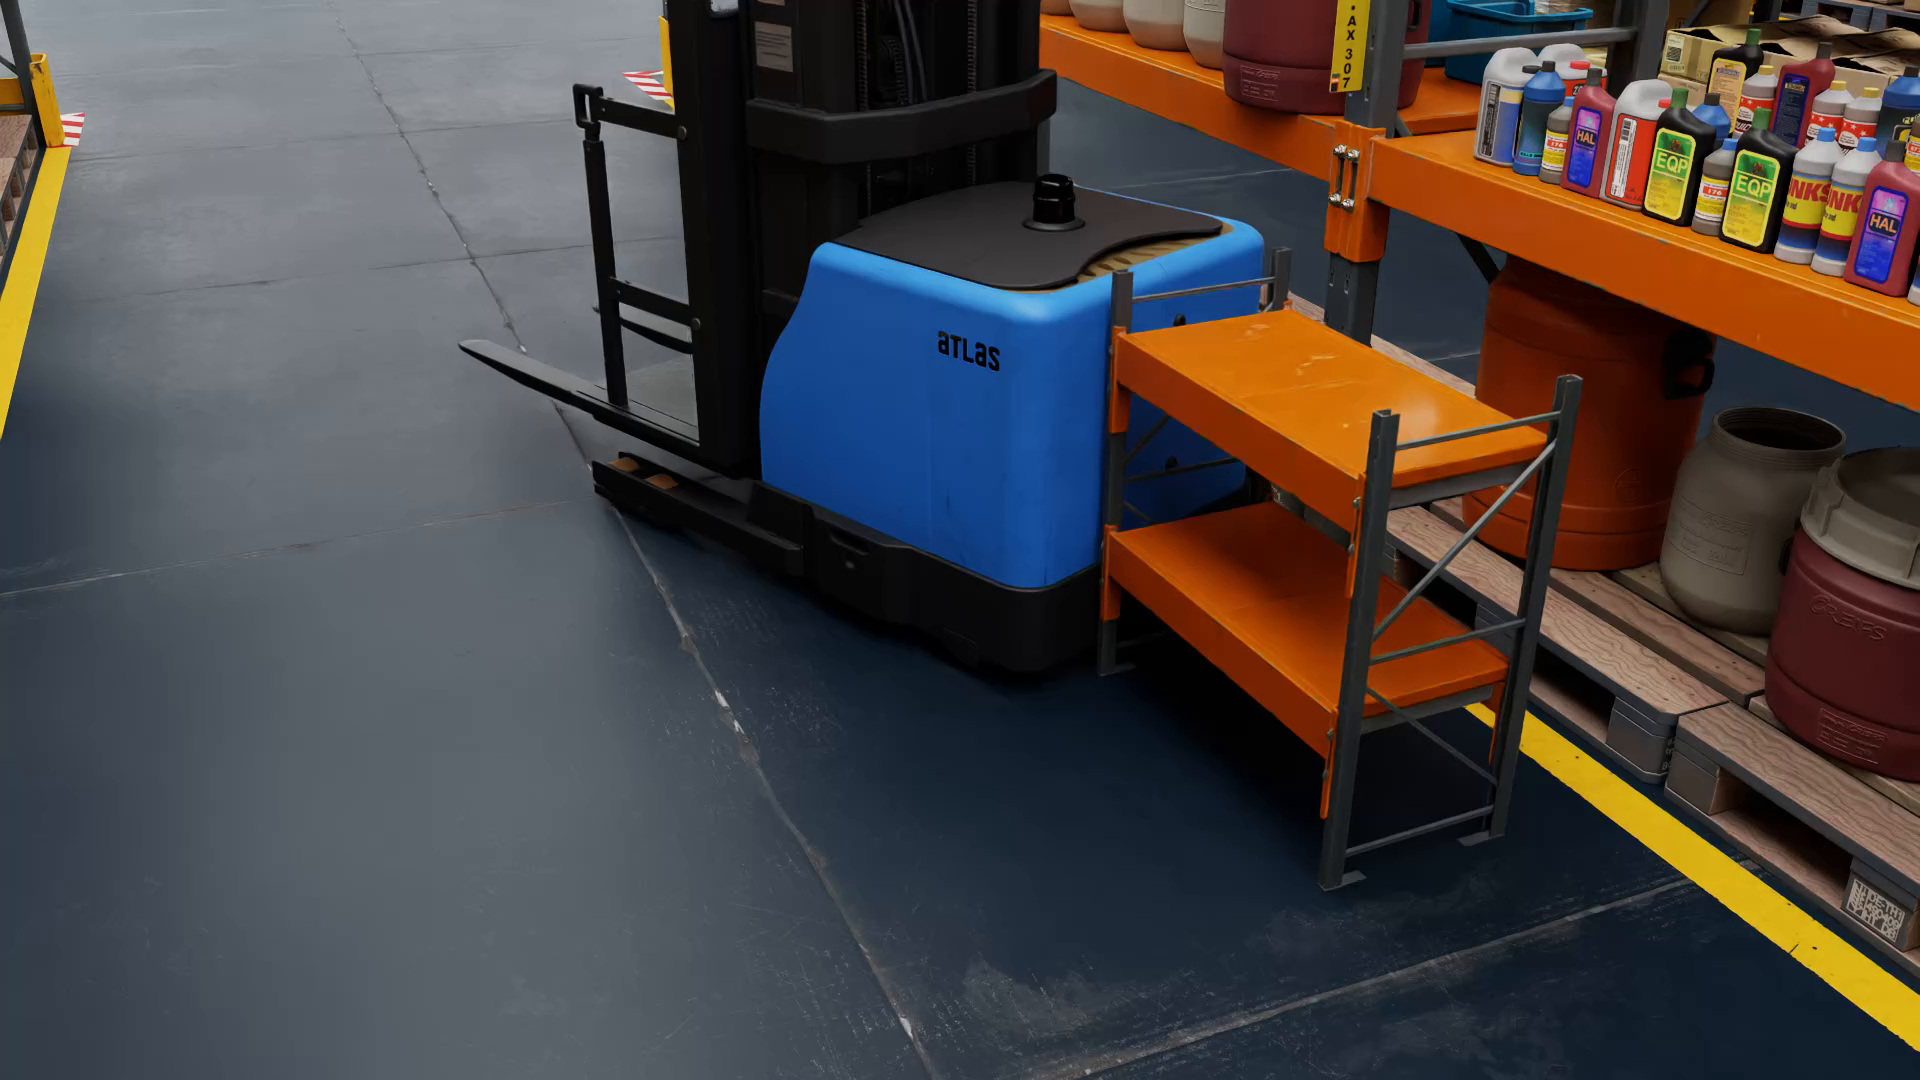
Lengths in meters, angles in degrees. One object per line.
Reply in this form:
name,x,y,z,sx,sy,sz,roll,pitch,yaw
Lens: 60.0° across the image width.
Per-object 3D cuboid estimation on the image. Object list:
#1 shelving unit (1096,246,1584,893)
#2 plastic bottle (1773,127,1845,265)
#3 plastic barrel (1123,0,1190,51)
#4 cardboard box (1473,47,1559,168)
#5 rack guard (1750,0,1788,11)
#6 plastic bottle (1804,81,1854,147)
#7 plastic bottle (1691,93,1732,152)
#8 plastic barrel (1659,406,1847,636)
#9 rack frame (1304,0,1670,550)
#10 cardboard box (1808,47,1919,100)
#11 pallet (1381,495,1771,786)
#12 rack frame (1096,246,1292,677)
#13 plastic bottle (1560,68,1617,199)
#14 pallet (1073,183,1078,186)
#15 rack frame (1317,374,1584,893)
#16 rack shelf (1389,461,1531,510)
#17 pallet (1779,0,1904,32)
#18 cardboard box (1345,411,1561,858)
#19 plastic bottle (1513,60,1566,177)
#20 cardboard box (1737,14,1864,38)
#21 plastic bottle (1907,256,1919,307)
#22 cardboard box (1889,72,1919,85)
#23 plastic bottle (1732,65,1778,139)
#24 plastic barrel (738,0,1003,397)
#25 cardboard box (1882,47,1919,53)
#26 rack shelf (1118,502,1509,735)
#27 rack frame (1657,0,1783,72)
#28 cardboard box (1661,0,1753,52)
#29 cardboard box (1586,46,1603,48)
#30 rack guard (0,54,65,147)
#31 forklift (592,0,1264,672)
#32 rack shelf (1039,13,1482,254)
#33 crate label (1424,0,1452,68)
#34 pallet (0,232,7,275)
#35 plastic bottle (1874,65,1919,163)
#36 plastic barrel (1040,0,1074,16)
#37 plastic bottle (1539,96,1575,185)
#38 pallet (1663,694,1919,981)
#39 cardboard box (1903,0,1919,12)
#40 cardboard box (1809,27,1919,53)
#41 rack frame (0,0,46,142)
shelving unit,-10.876,-3.250,5.068,19.721,6.000,15.233,-11,28,-22
plastic bottle,2.178,-0.287,2.566,0.097,0.271,2.212,-11,28,-21
plastic barrel,0.784,-1.986,5.772,0.421,0.512,0.421,0,26,0
cardboard box,5.470,0.347,2.493,5.886,1.356,7.345,-11,28,-21
rack guard,7.561,-5.165,15.259,1.175,0.500,0.348,-11,28,-21
plastic bottle,2.218,-1.065,4.239,0.097,0.201,0.097,0,26,0
plastic bottle,1.678,-0.871,3.763,0.097,0.271,0.097,0,26,0
plastic barrel,2.059,-0.051,4.292,0.421,0.512,0.421,0,26,0
rack frame,1.548,-1.387,4.673,1.000,3.000,0.127,-11,28,-21
cardboard box,4.869,-2.436,8.836,0.500,0.311,0.500,-12,28,-22
pallet,1.895,0.177,4.647,1.003,0.211,1.213,-11,28,-21
rack frame,0.602,-0.186,4.349,0.500,1.125,0.032,-11,28,-22
plastic bottle,1.507,-0.964,3.939,0.061,0.283,0.133,-11,28,-21
pallet,0.325,-1.439,7.956,1.003,0.211,1.213,-11,28,-21
rack frame,1.025,0.220,3.518,0.500,1.125,0.032,-11,28,-22
rack shelf,0.813,-0.294,3.782,0.416,0.054,0.922,-11,28,-22
pallet,5.877,-1.760,8.614,9.879,0.211,12.008,-11,28,-21
cardboard box,1.023,0.220,3.518,0.475,0.981,0.022,-12,28,-23
plastic bottle,1.440,-1.048,4.124,0.097,0.271,0.097,0,26,0
cardboard box,4.963,-2.943,9.874,0.500,0.311,0.500,-11,28,-21
plastic bottle,1.893,-0.582,3.169,0.097,0.271,0.097,0,26,0
cardboard box,5.077,-2.227,8.408,0.500,0.311,0.500,-10,28,-19
plastic bottle,2.128,-1.158,4.430,0.097,0.201,0.097,0,26,0
plastic barrel,-0.151,-1.383,4.632,0.958,2.708,0.731,-11,28,-21
cardboard box,5.366,-2.532,9.033,0.500,0.311,0.500,-11,28,-21
rack shelf,0.813,0.171,4.009,0.459,0.093,0.952,-11,28,-22
rack frame,4.541,-3.852,9.720,1.000,3.000,0.127,-11,28,-21
cardboard box,4.647,-3.383,10.560,0.500,0.500,0.500,-11,28,-21
cardboard box,3.971,-3.158,10.955,0.500,0.250,0.500,-11,28,-21
rack guard,-6.112,-2.612,10.030,1.175,0.500,0.348,-11,28,-21
forklift,-2.125,-10.653,23.829,34.009,2.843,29.462,22,34,38
rack shelf,0.765,-1.872,6.484,1.077,0.370,4.000,-11,28,-21
crate label,1.408,-1.851,5.582,0.502,0.435,0.616,-11,28,-21
pallet,-4.871,-1.163,7.392,1.003,0.211,1.213,-11,28,-21
plastic bottle,2.294,-1.018,4.063,0.097,0.271,0.097,0,26,0
plastic barrel,0.442,-2.343,6.475,0.433,0.535,0.433,0,26,0
plastic bottle,1.479,-0.977,4.059,0.097,0.201,0.097,0,26,0
pallet,2.369,0.669,3.640,1.003,0.211,1.213,-11,28,-21
cardboard box,8.184,-4.564,13.526,0.700,0.500,0.500,-12,29,-24
cardboard box,5.173,-2.734,9.446,0.500,0.311,0.500,-10,28,-19
rack frame,-6.142,-3.766,9.544,1.000,3.000,0.127,-11,28,-21
